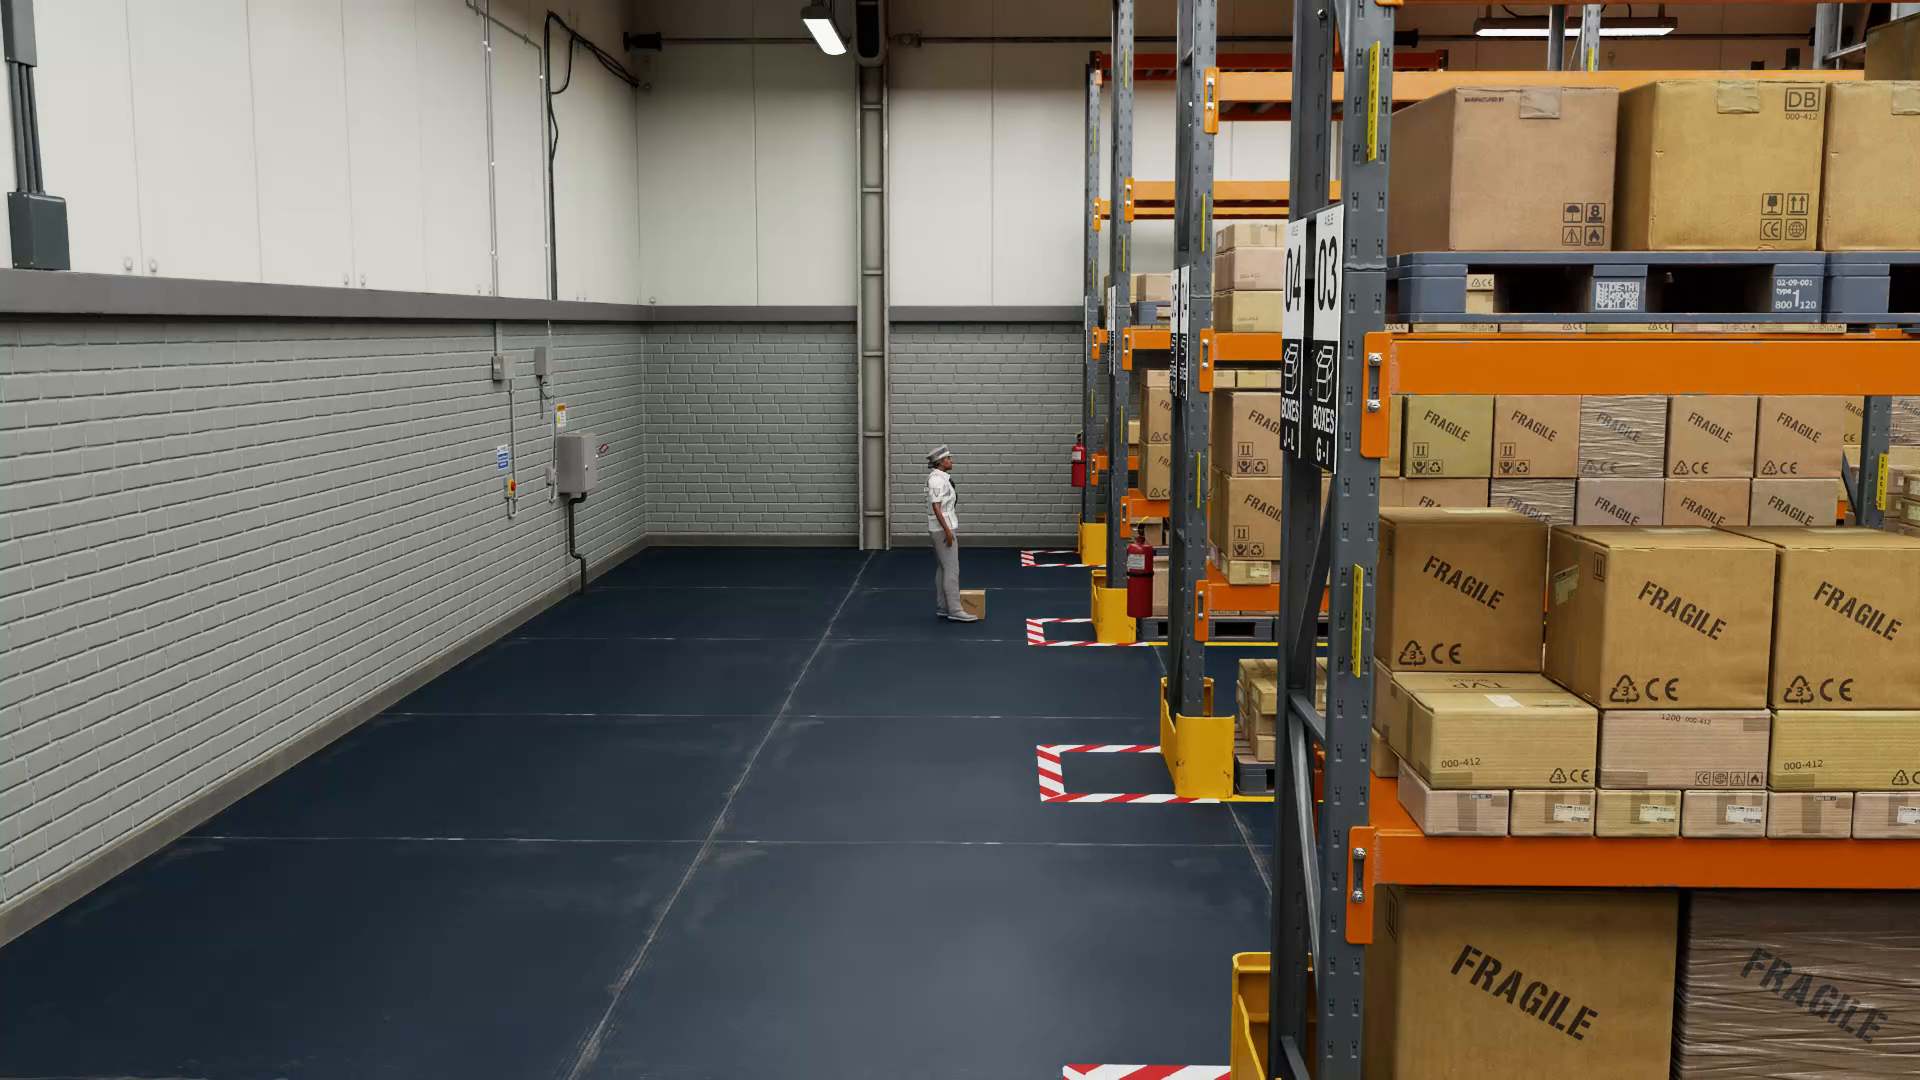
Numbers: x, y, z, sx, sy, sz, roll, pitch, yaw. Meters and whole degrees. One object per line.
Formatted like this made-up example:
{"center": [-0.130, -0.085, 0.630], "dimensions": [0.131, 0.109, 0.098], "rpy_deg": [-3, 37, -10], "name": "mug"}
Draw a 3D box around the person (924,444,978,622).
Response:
{"center": [-0.087, -0.085, 16.233], "dimensions": [0.529, 1.696, 0.570], "rpy_deg": [0, 7, 1], "name": "person"}
